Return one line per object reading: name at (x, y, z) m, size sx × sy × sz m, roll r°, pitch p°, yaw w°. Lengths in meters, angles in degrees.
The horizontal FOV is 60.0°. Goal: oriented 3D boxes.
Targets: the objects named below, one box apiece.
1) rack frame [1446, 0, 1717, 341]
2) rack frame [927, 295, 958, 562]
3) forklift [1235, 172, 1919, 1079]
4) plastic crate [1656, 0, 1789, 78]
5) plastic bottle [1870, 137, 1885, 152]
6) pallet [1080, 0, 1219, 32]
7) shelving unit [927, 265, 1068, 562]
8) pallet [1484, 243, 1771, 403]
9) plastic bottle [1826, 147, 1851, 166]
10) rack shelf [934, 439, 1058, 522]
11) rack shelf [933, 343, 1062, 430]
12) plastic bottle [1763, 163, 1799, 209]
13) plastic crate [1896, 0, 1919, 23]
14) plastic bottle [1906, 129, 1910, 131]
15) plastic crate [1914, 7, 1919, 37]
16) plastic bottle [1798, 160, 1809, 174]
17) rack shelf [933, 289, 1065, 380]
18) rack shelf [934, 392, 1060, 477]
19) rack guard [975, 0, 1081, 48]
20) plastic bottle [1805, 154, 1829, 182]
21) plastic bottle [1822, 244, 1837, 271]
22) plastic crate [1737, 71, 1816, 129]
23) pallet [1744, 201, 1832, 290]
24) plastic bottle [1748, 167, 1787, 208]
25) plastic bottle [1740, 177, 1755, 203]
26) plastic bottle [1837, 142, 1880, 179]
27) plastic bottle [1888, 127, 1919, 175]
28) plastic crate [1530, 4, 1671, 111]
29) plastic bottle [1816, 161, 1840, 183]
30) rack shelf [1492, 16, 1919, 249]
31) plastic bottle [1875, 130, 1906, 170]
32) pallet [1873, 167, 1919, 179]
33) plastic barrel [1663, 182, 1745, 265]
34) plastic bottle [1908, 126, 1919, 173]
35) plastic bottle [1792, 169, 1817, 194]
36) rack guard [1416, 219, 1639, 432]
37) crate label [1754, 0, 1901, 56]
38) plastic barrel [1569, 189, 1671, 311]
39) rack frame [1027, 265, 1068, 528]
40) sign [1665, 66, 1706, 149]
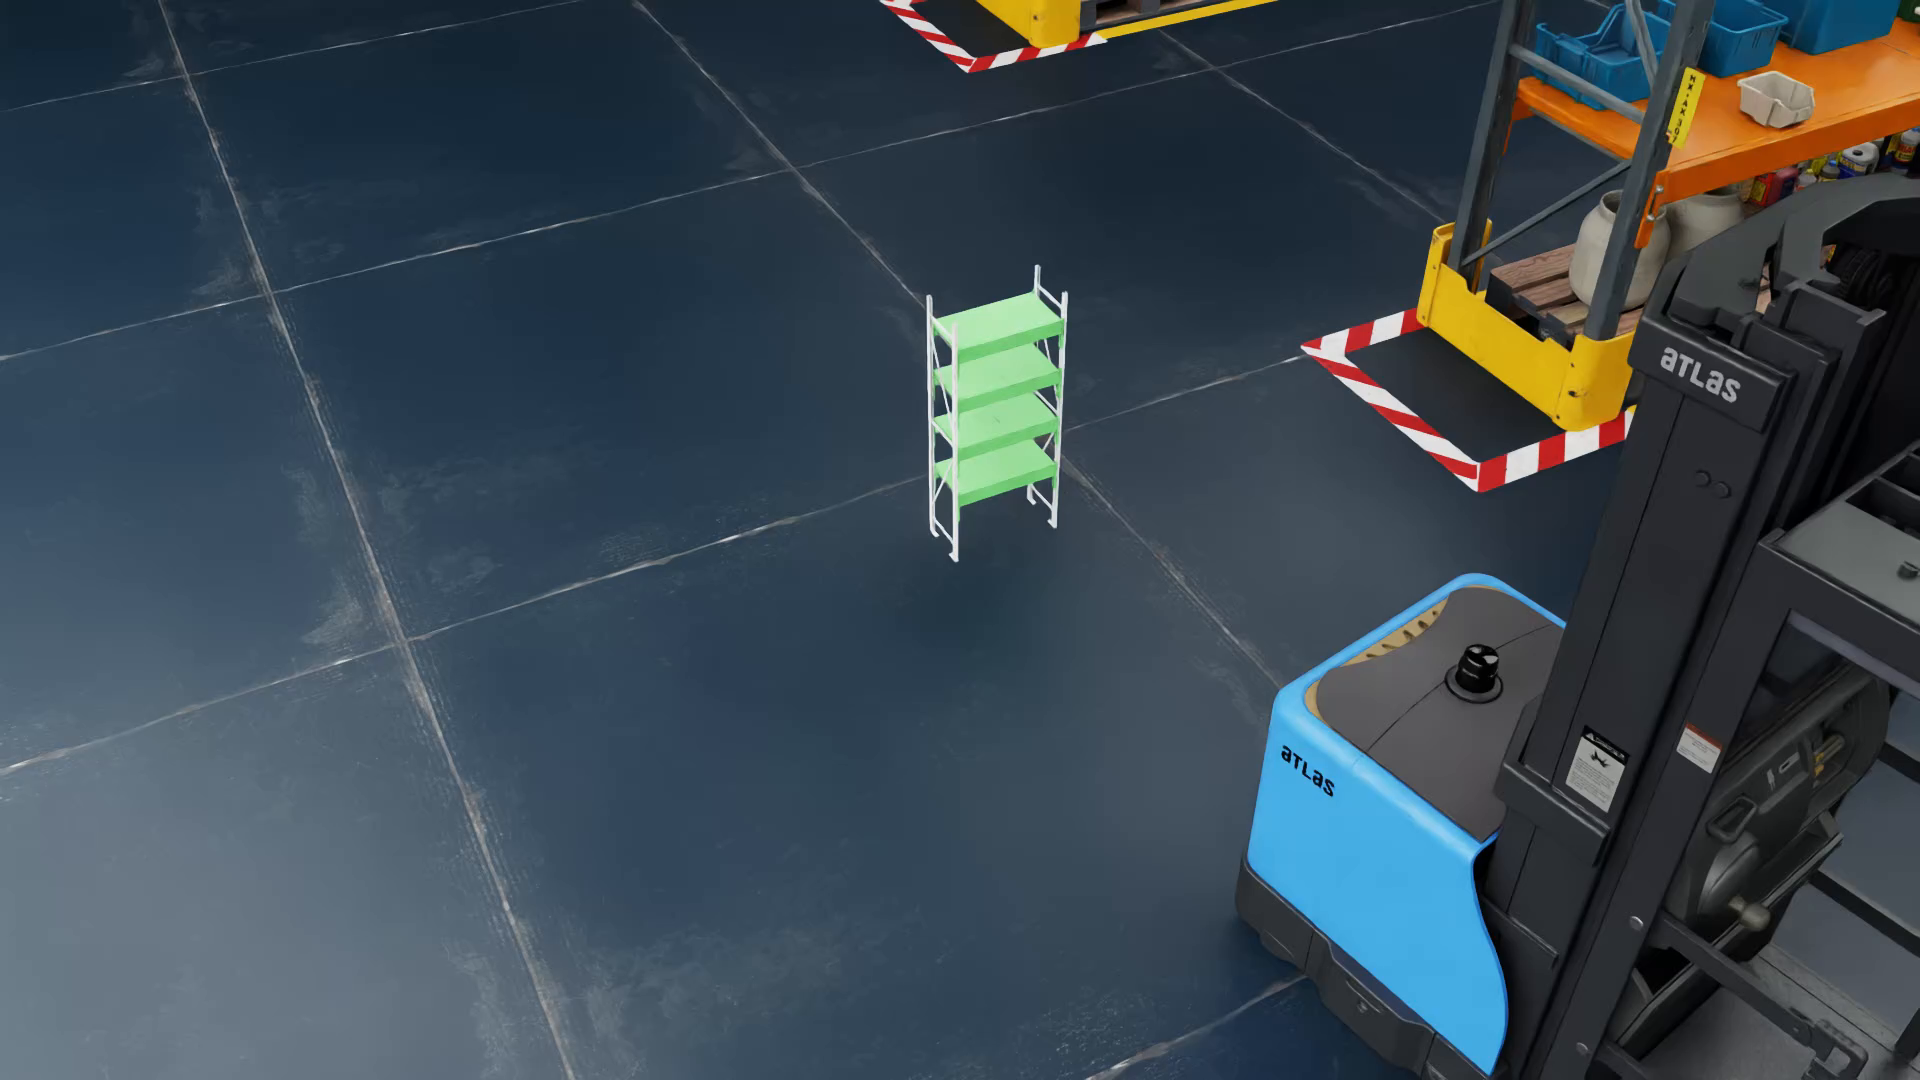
rack frame at (2.714, -1.977, 7.264) m, size 0.127 × 3.000 × 1.000 m, roll -19°, pitch 44°, yaw -21°
rack frame at (-0.070, -0.435, 6.835) m, size 0.015 × 1.200 × 0.240 m, roll -19°, pitch 44°, yaw -21°
forklift at (2.242, 0.726, 4.124) m, size 1.130 × 2.935 × 3.031 m, roll -27°, pitch 47°, yaw -28°
plastic crate at (3.598, -2.432, 7.916) m, size 0.408 × 0.251 × 0.499 m, roll -19°, pitch 44°, yaw -21°
plastic bottle at (5.073, -2.173, 9.266) m, size 0.097 × 0.271 × 0.097 m, roll 0°, pitch 40°, yaw 0°
pallet at (1.088, -4.005, 11.817) m, size 1.213 × 0.211 × 1.003 m, roll -19°, pitch 44°, yaw -21°
shelving unit at (0.147, -0.507, 6.921) m, size 0.503 × 1.200 × 0.258 m, roll -19°, pitch 44°, yaw -21°
pallet at (3.483, -1.202, 8.506) m, size 1.213 × 0.211 × 1.003 m, roll -19°, pitch 44°, yaw -21°
plastic bottle at (4.810, -2.141, 9.168) m, size 0.185 × 0.351 × 0.144 m, roll -19°, pitch 44°, yaw -21°
rack shelf at (0.147, -0.275, 7.117) m, size 0.480 × 0.148 × 0.258 m, roll -19°, pitch 44°, yaw -21°
rack shelf at (0.147, -0.642, 6.807) m, size 0.480 × 0.148 × 0.258 m, roll -19°, pitch 44°, yaw -21°
plastic bottle at (4.426, -1.906, 8.942) m, size 0.133 × 0.283 × 0.061 m, roll -19°, pitch 44°, yaw -21°
plastic crate at (4.927, -2.847, 8.455) m, size 0.662 × 0.188 × 0.450 m, roll -19°, pitch 44°, yaw -21°
plastic bottle at (5.354, -2.325, 9.384) m, size 0.185 × 0.351 × 0.144 m, roll -17°, pitch 43°, yaw -20°
plastic crate at (4.938, -2.440, 8.016) m, size 0.437 × 0.136 × 0.530 m, roll -19°, pitch 44°, yaw -21°
plastic bottle at (4.500, -2.006, 9.065) m, size 0.135 × 0.276 × 0.152 m, roll -20°, pitch 44°, yaw -22°
rack shelf at (0.147, -0.825, 6.652) m, size 0.480 × 0.148 × 0.258 m, roll -19°, pitch 44°, yaw -21°
rack shelf at (0.147, -0.459, 6.962) m, size 0.480 × 0.148 × 0.258 m, roll -19°, pitch 44°, yaw -21°
rack guard at (0.408, -3.855, 11.418) m, size 0.348 × 0.500 × 1.175 m, roll -19°, pitch 44°, yaw -21°
plastic bottle at (4.645, -2.086, 9.102) m, size 0.185 × 0.351 × 0.144 m, roll -17°, pitch 43°, yaw -19°
plastic bottle at (4.466, -1.466, 8.432) m, size 0.097 × 0.271 × 0.097 m, roll 0°, pitch 40°, yaw 0°
plastic crate at (3.656, -1.959, 7.447) m, size 0.250 × 0.136 × 0.298 m, roll -19°, pitch 44°, yaw -21°
pallet at (4.563, -1.563, 8.933) m, size 1.213 × 0.211 × 1.003 m, roll -19°, pitch 44°, yaw -21°
plastic bottle at (4.377, -1.964, 9.016) m, size 0.135 × 0.276 × 0.152 m, roll -18°, pitch 44°, yaw -20°
plastic bottle at (4.236, -1.953, 8.997) m, size 0.133 × 0.283 × 0.061 m, roll -18°, pitch 43°, yaw -20°
plastic bottle at (4.900, -2.035, 9.101) m, size 0.135 × 0.276 × 0.152 m, roll -19°, pitch 44°, yaw -21°
plastic bottle at (5.281, -2.182, 9.277) m, size 0.097 × 0.271 × 0.097 m, roll 0°, pitch 40°, yaw 0°
plastic crate at (3.020, -2.241, 7.691) m, size 0.616 × 0.251 × 0.499 m, roll -19°, pitch 44°, yaw -21°
plastic bottle at (4.739, -1.973, 9.084) m, size 0.097 × 0.201 × 0.097 m, roll 0°, pitch 40°, yaw 0°
rack shelf at (4.488, -2.299, 8.202) m, size 4.000 × 0.370 × 1.077 m, roll -19°, pitch 44°, yaw -21°
plastic bottle at (5.187, -2.268, 9.318) m, size 0.185 × 0.351 × 0.144 m, roll -20°, pitch 44°, yaw -22°
pallet at (5.647, -1.930, 9.367) m, size 1.213 × 0.211 × 1.003 m, roll -19°, pitch 44°, yaw -21°
plastic barrel at (3.707, -1.578, 8.393) m, size 0.421 × 0.512 × 0.421 m, roll 0°, pitch 40°, yaw 0°
plastic bottle at (5.421, -2.242, 9.287) m, size 0.185 × 0.351 × 0.144 m, roll -19°, pitch 44°, yaw -21°
plastic bottle at (4.574, -1.911, 9.012) m, size 0.097 × 0.201 × 0.097 m, roll 0°, pitch 40°, yaw 0°
rack guard at (2.760, -1.073, 8.130) m, size 0.348 × 0.500 × 1.175 m, roll -19°, pitch 44°, yaw -21°
crate label at (4.221, -2.695, 8.085) m, size 0.616 × 0.435 × 0.502 m, roll -19°, pitch 44°, yaw -21°
plastic barrel at (3.262, -1.428, 8.216) m, size 0.421 × 0.512 × 0.421 m, roll 0°, pitch 40°, yaw 0°
rack frame at (0.363, -0.580, 7.007) m, size 0.015 × 1.200 × 0.240 m, roll -19°, pitch 44°, yaw -21°
sign at (2.964, -1.766, 6.801) m, size 0.005 × 0.325 × 0.100 m, roll -19°, pitch 44°, yaw -21°
